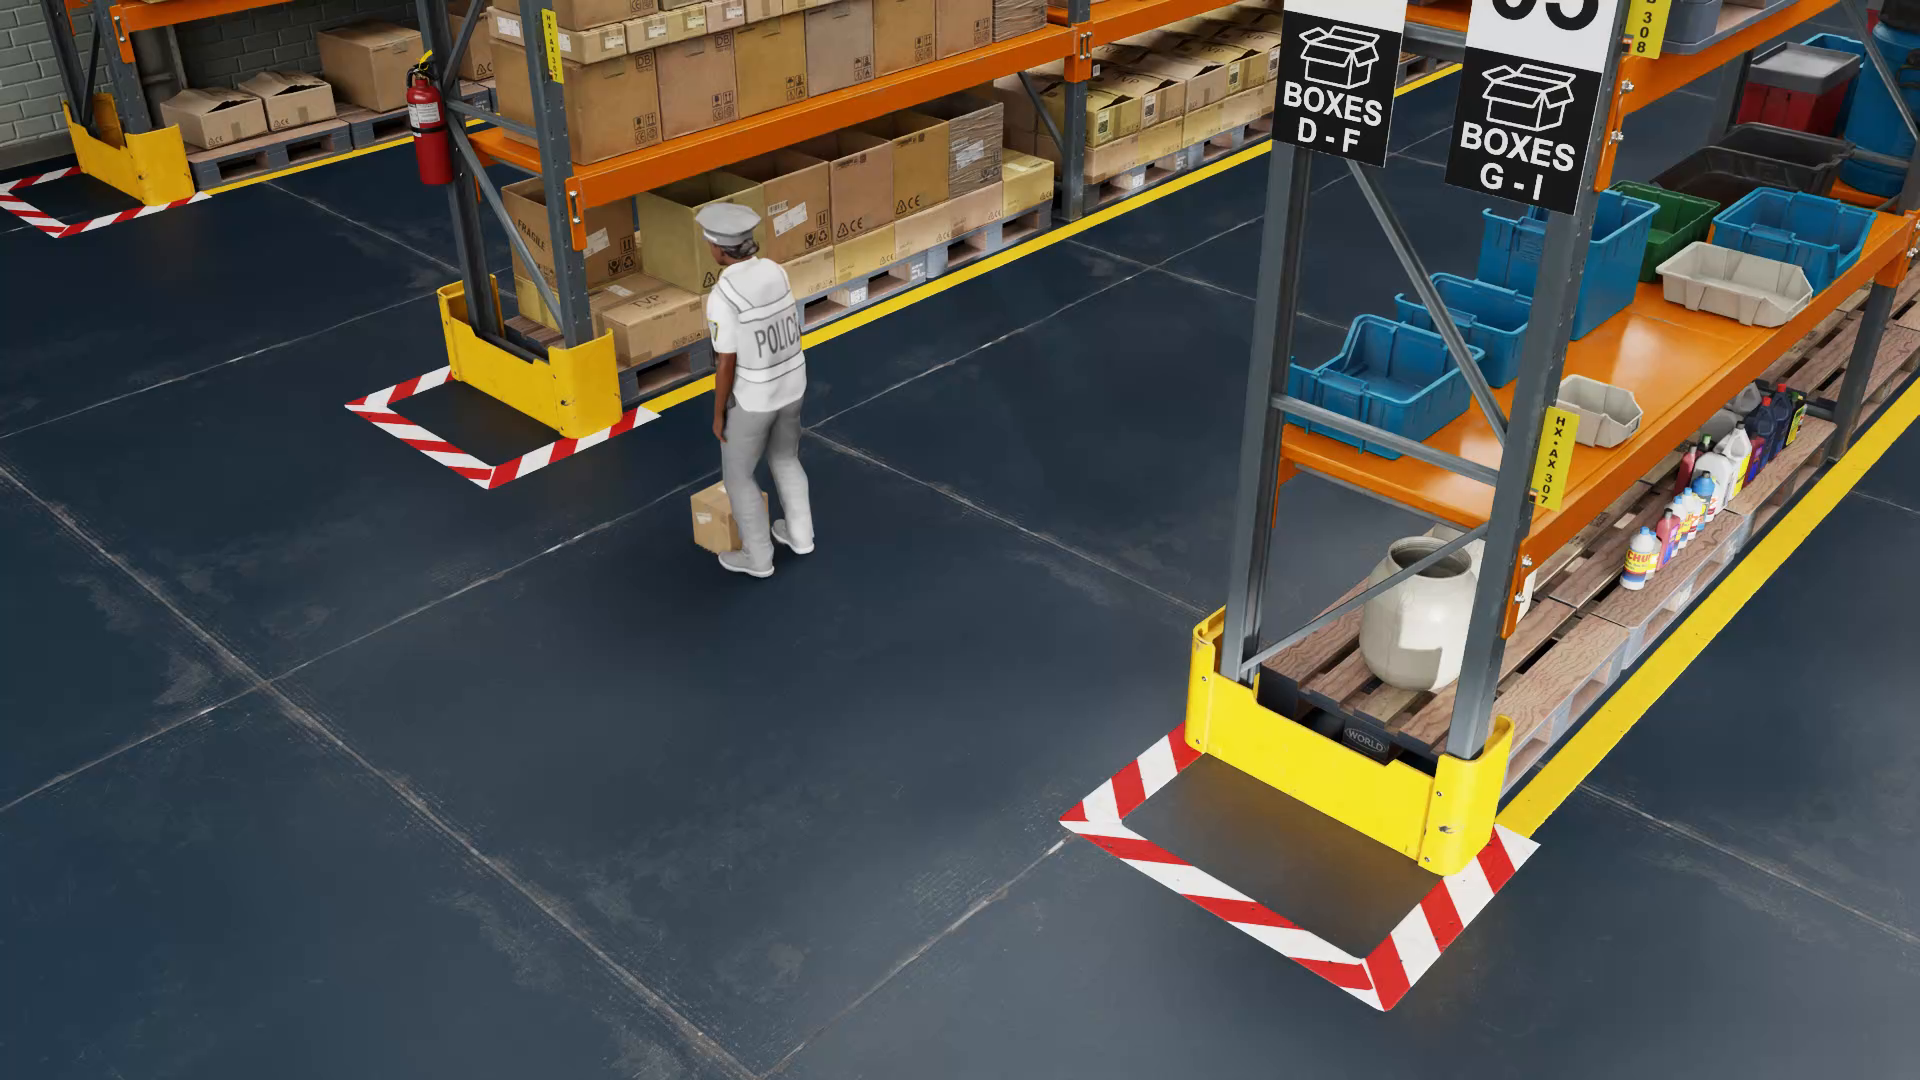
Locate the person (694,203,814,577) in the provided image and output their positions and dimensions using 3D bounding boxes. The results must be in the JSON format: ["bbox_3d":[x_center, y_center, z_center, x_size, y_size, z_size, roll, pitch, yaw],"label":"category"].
[{"bbox_3d":[-0.869,-0.620,7.150,0.397,1.655,0.515,23,39,33],"label":"person"}]
